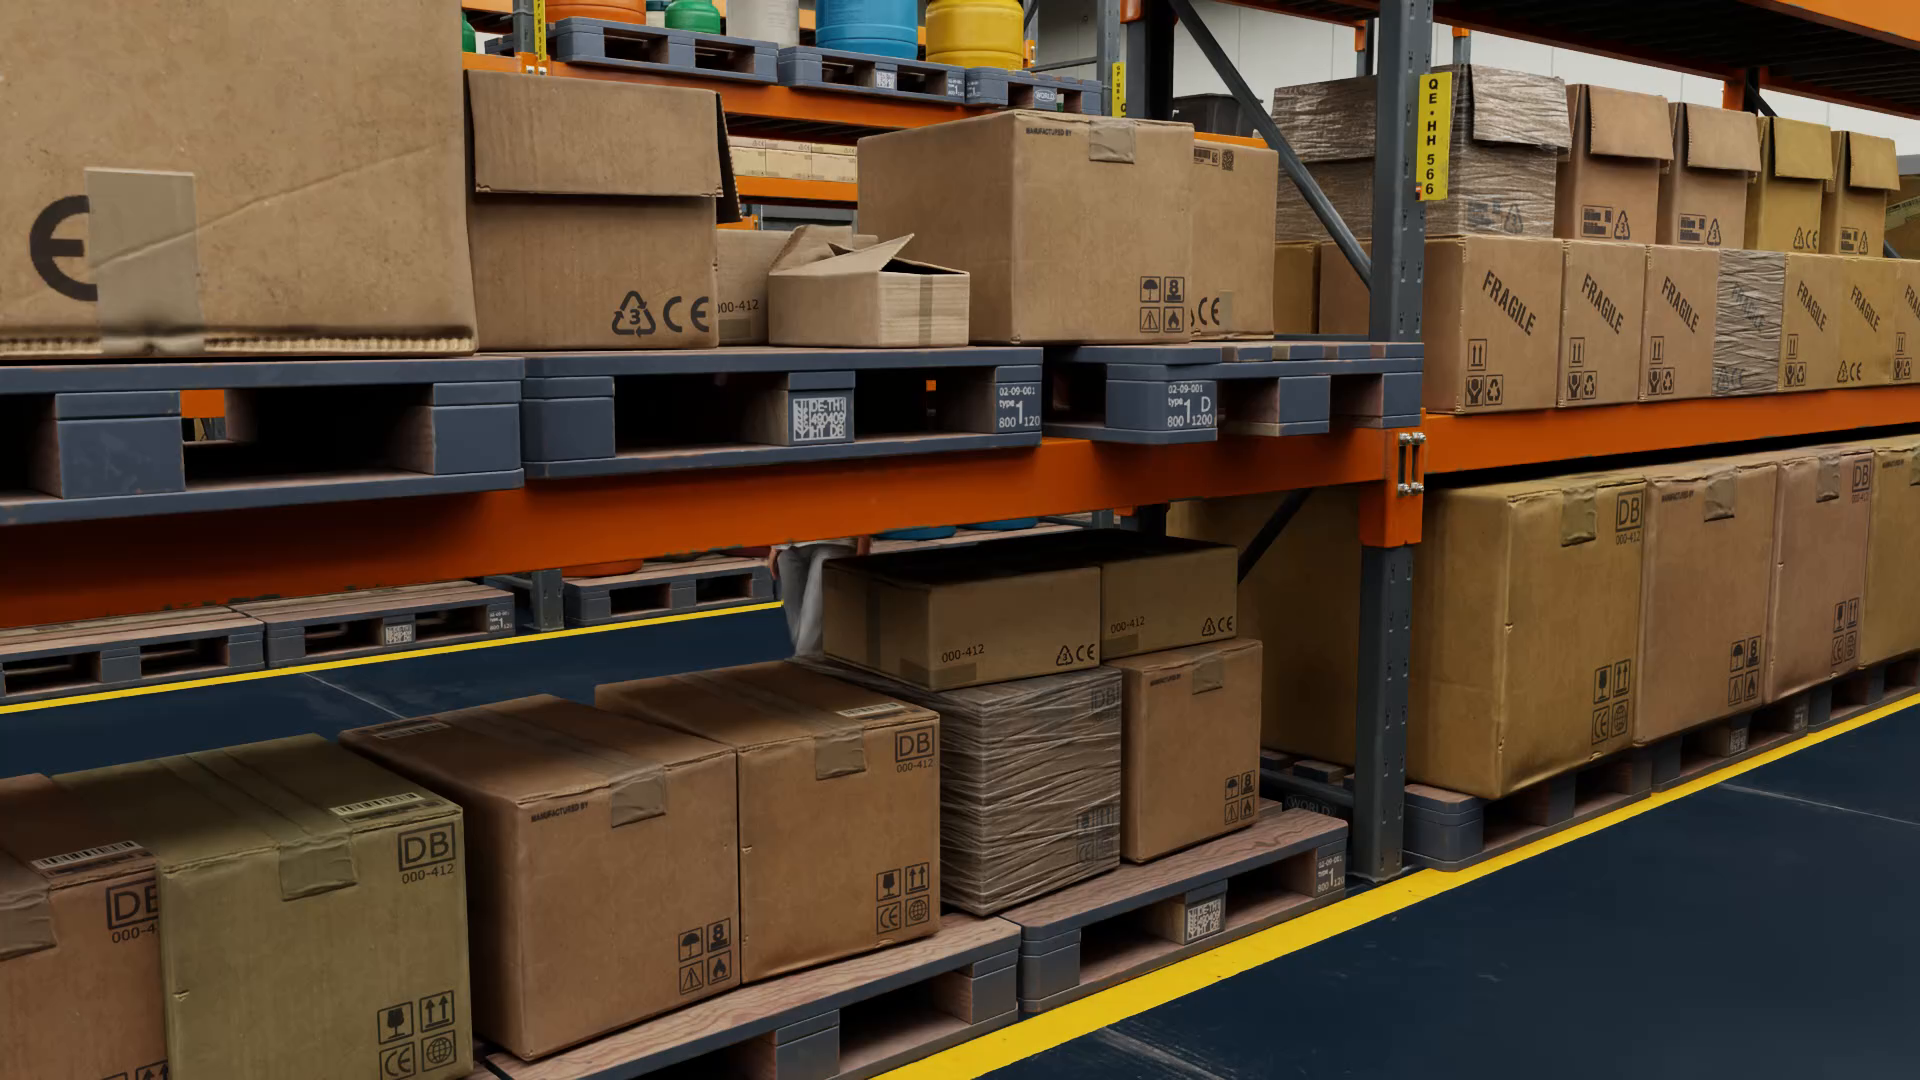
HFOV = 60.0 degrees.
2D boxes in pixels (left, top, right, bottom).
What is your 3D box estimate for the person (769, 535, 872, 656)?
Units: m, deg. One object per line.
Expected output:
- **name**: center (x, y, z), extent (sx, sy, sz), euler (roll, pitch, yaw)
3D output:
- **person**: center (-0.483, 0.016, 5.643), extent (0.450, 1.567, 0.807), euler (7, 10, 43)
